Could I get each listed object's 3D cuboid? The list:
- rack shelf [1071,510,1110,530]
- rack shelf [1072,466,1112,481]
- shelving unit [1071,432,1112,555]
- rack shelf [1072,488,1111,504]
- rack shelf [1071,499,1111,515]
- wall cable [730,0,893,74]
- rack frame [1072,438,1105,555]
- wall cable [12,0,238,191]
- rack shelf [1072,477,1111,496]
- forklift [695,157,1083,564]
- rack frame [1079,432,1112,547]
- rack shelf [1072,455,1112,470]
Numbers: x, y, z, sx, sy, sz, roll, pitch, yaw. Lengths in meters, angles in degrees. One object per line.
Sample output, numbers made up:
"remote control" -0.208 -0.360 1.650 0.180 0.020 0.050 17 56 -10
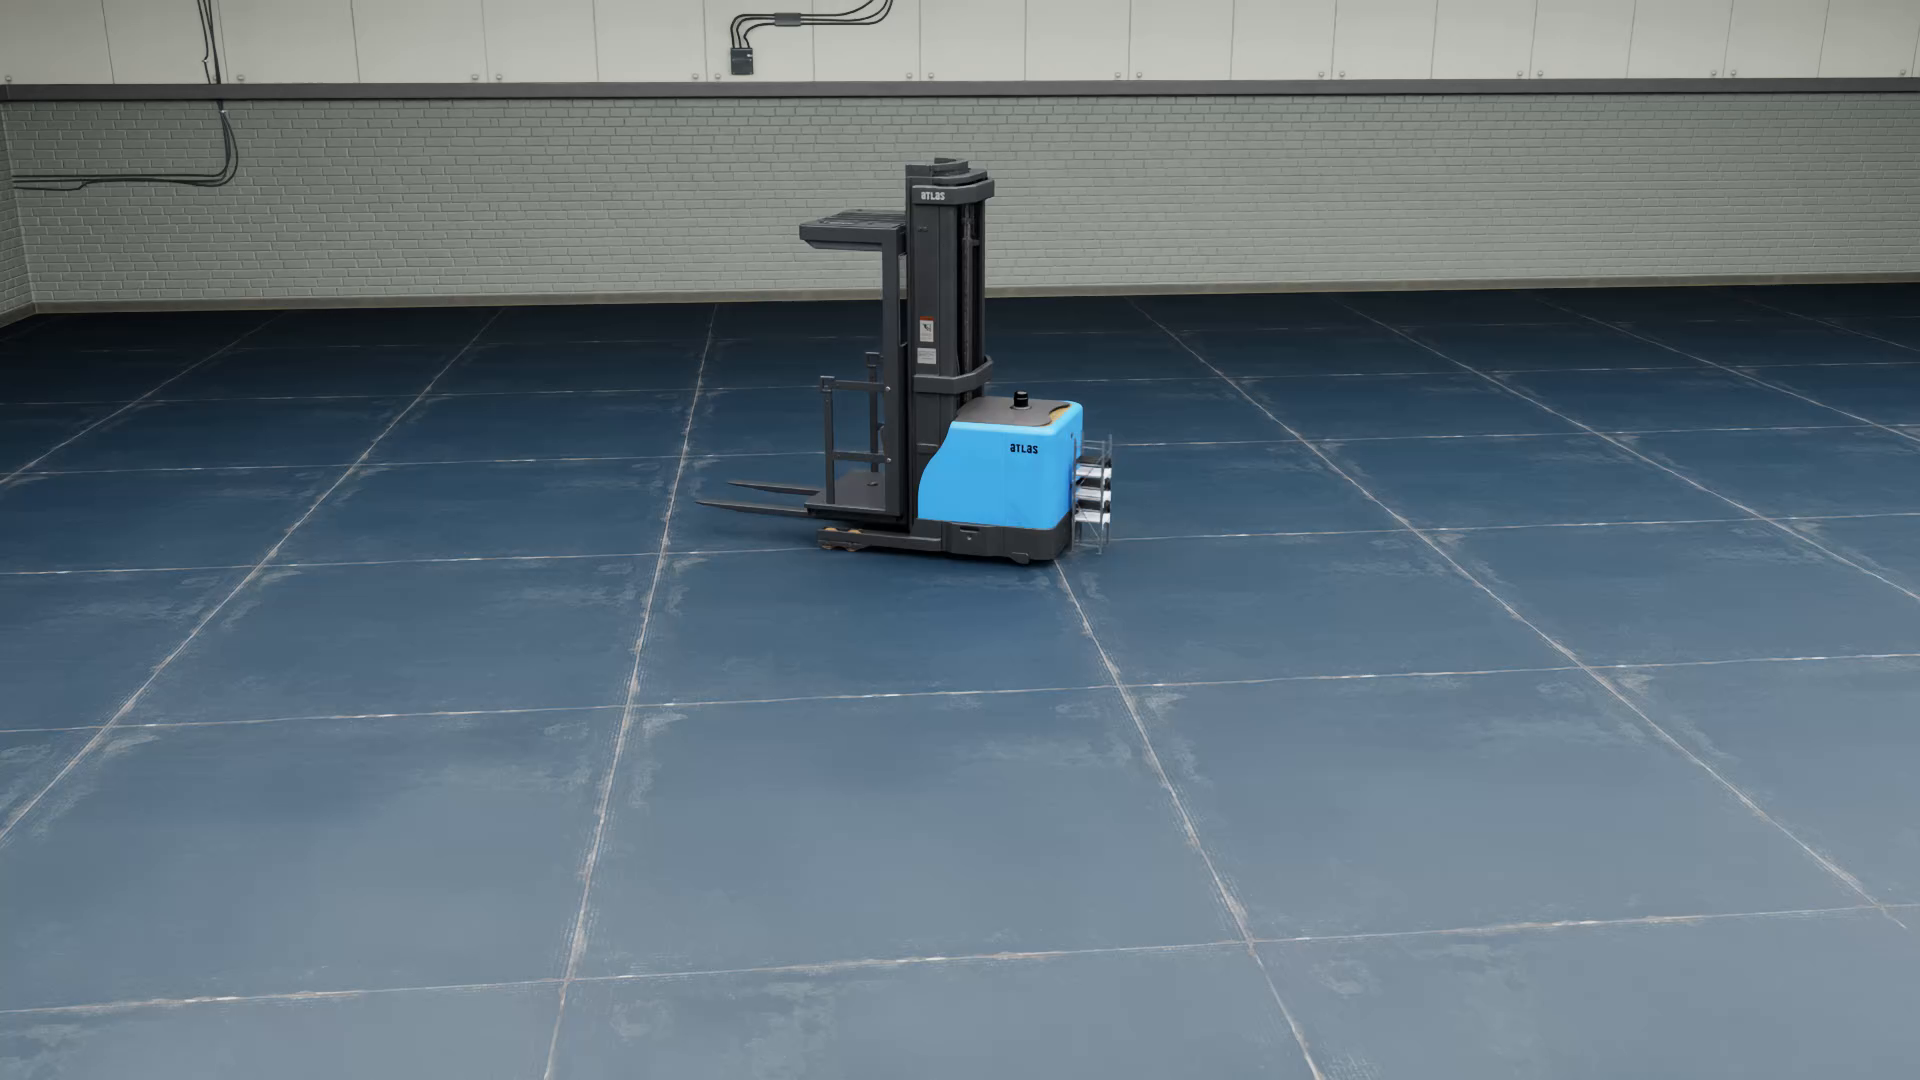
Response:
"rack shelf" 1.014 -0.155 12.879 0.258 0.077 0.200 6 18 19
"rack shelf" 1.014 -0.498 12.772 0.258 0.077 0.200 6 18 19
"shelving unit" 1.014 -0.358 12.816 0.258 0.900 0.210 6 18 19
"rack shelf" 1.014 -0.326 12.826 0.258 0.077 0.200 6 18 19
"rack shelf" 1.014 -0.241 12.852 0.258 0.077 0.200 6 18 19
"wall cable" -2.048 -9.412 22.457 2.305 6.003 0.169 -2 18 -6
"rack frame" 0.979 -0.330 12.724 0.240 0.900 0.006 6 18 19
"wall cable" -11.492 -6.020 22.512 3.097 2.526 0.112 -2 18 -6
"rack shelf" 1.014 -0.412 12.799 0.258 0.077 0.200 6 18 19
"forklift" -0.601 -1.454 12.917 3.031 2.935 1.130 5 18 16
"rack frame" 1.049 -0.387 12.907 0.240 0.900 0.006 6 18 19
"rack shelf" 1.014 -0.584 12.745 0.258 0.077 0.200 6 18 19
